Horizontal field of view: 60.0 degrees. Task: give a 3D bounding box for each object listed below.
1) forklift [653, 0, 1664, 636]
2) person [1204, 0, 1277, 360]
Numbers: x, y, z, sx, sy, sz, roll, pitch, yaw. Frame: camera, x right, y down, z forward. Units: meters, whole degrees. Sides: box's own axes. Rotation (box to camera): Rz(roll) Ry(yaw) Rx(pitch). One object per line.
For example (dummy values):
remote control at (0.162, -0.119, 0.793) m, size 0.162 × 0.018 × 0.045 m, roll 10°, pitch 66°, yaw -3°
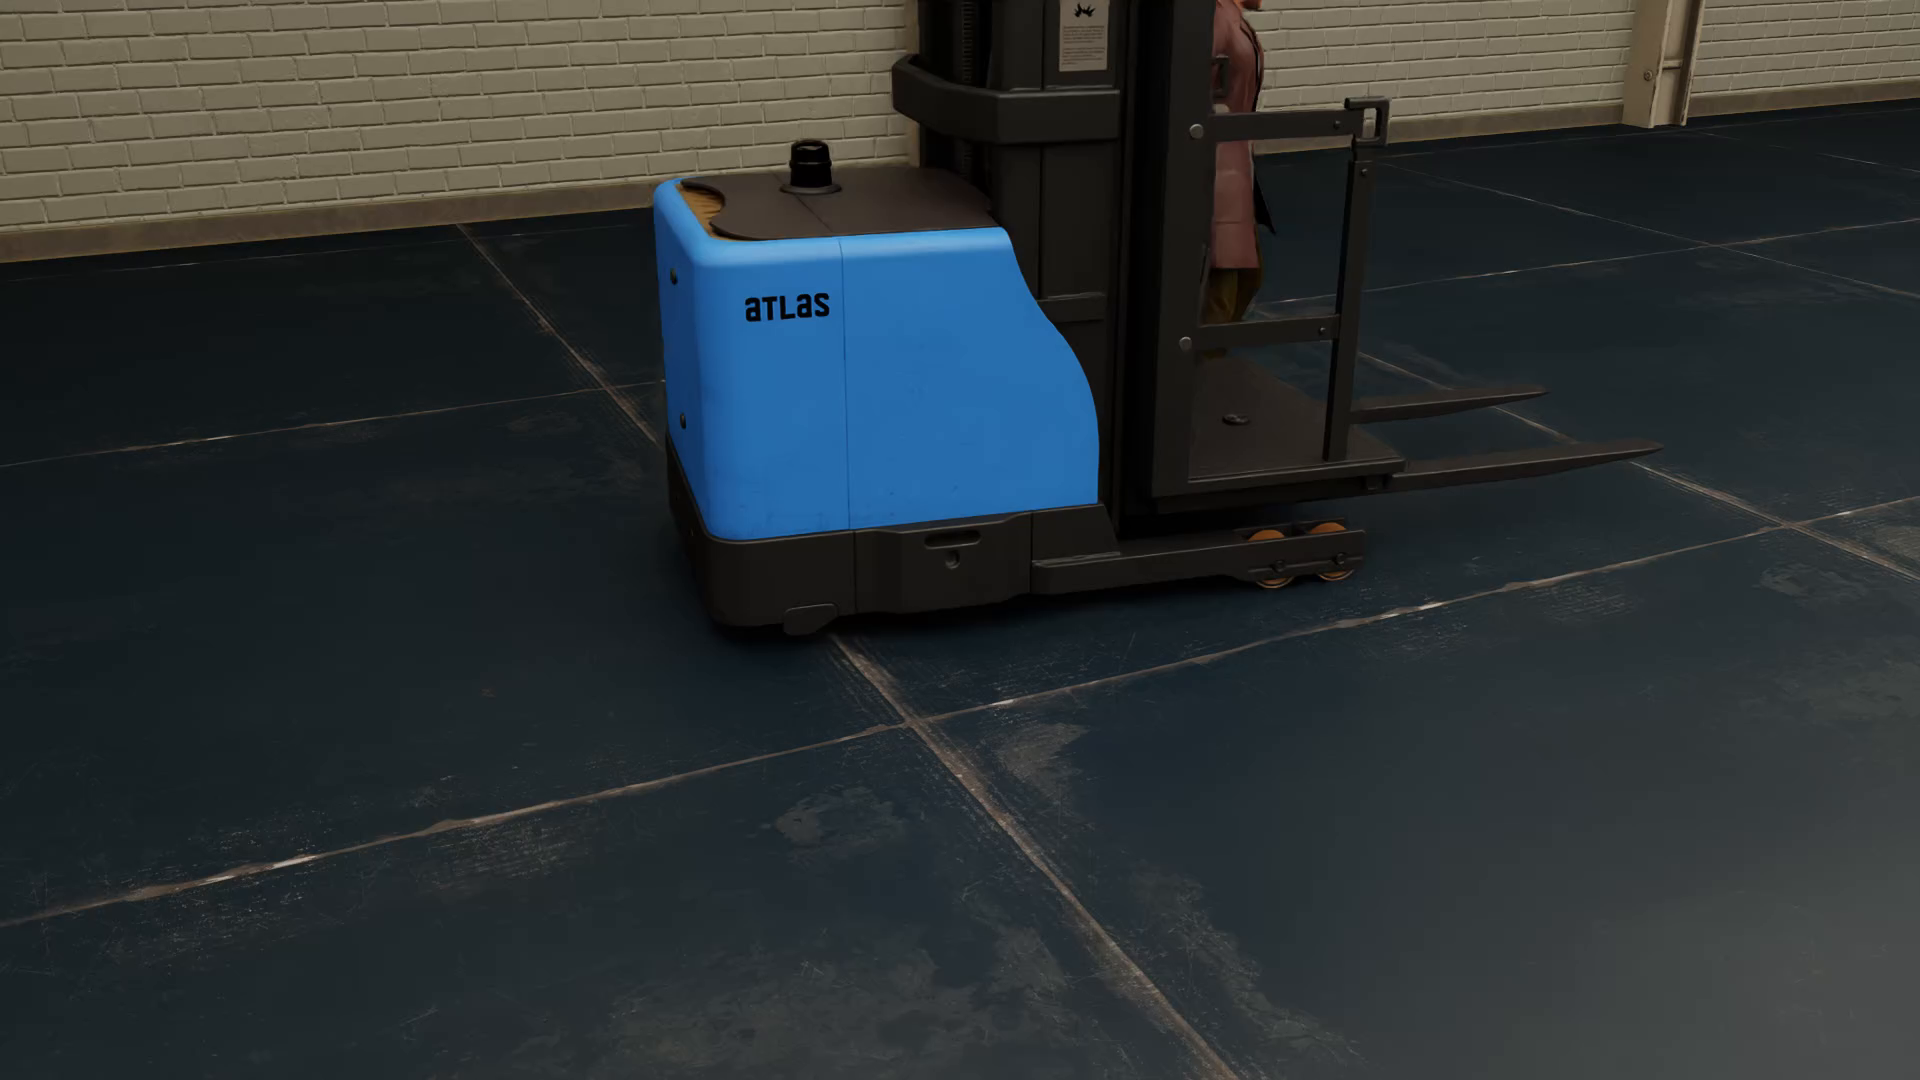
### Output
forklift at (0.670, -1.402, 4.661) m, size 3.031 × 2.935 × 1.130 m, roll -6°, pitch 23°, yaw -15°
person at (0.820, -1.211, 5.827) m, size 0.553 × 1.736 × 0.916 m, roll 6°, pitch 23°, yaw 15°
